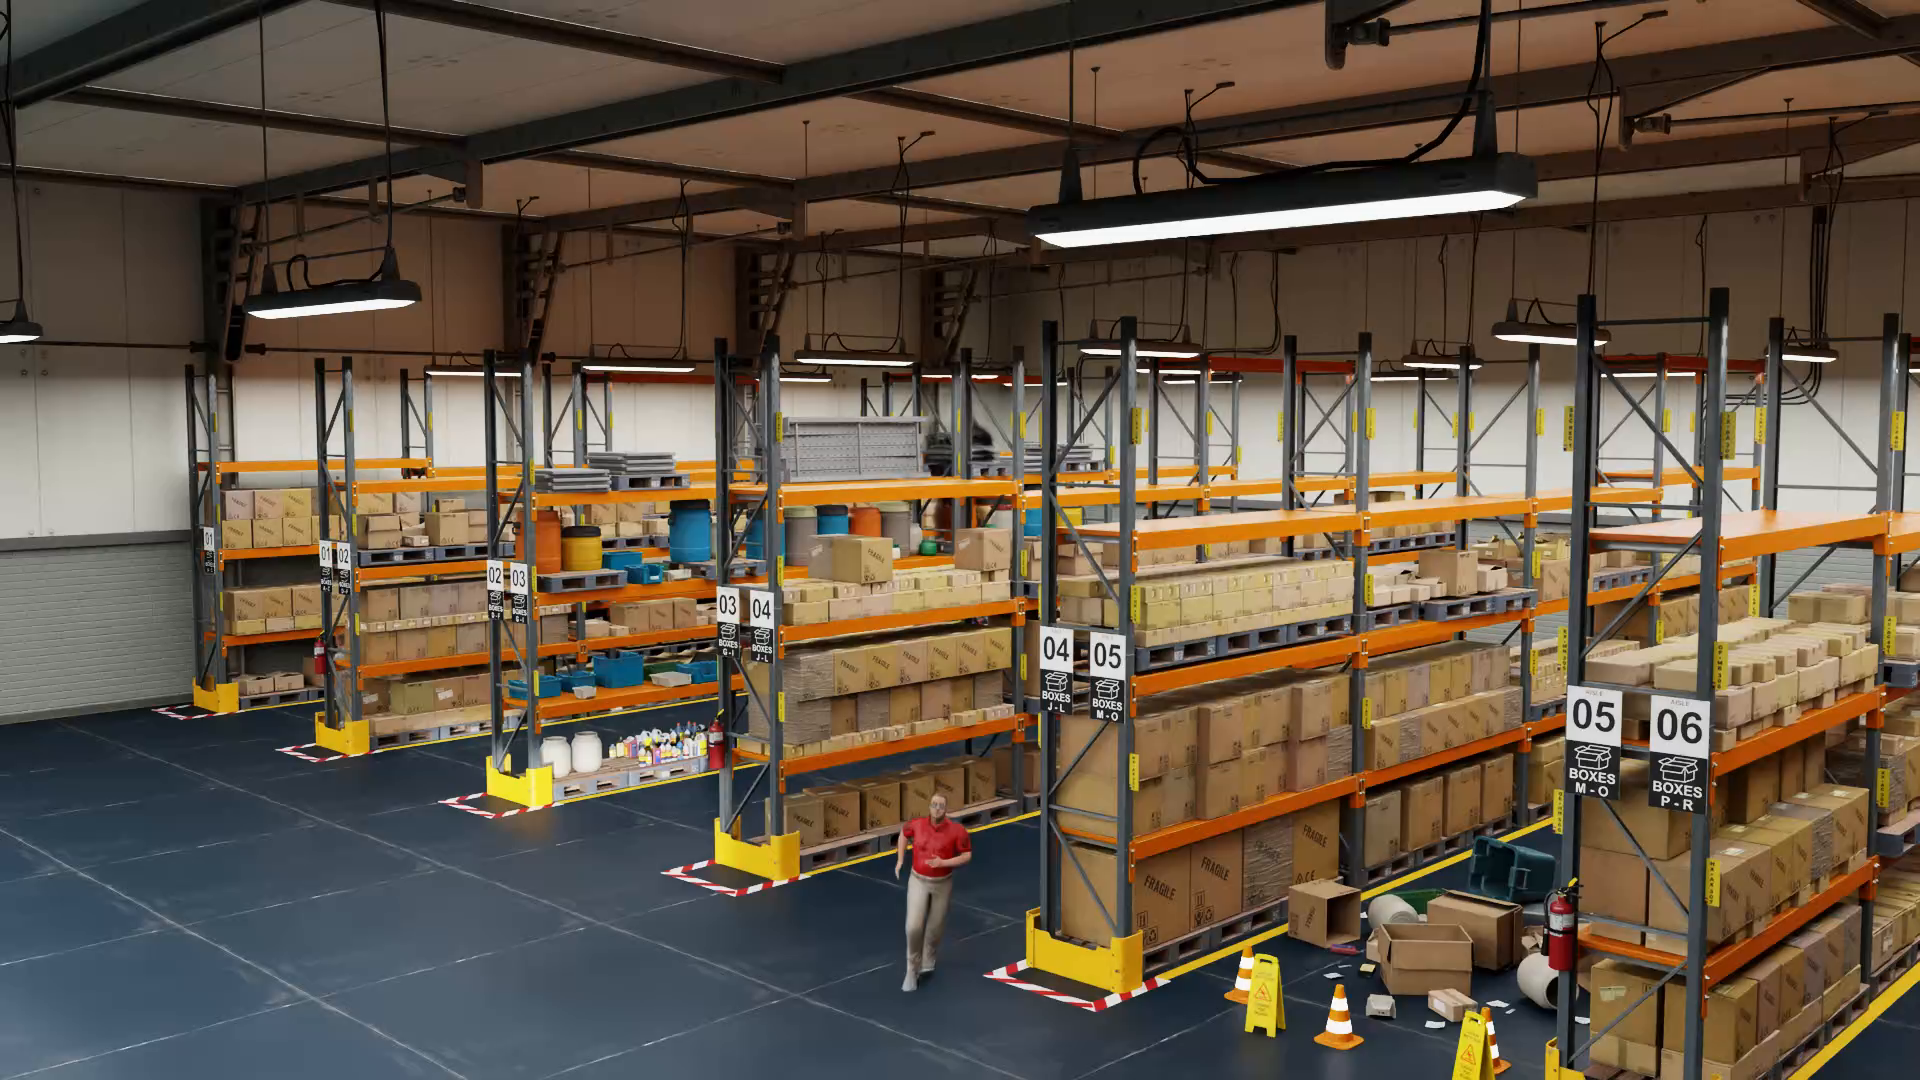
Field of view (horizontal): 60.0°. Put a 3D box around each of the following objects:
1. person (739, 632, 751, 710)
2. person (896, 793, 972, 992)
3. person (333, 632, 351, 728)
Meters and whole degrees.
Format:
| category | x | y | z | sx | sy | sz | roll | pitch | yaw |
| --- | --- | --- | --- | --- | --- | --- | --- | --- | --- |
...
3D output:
| category | x | y | z | sx | sy | sz | roll | pitch | yaw |
| --- | --- | --- | --- | --- | --- | --- | --- | --- | --- |
| person | -3.316 | 1.925 | 27.583 | 0.585 | 1.771 | 0.744 | 4 | 6 | 43 |
| person | -0.238 | 3.181 | 15.087 | 0.687 | 1.795 | 0.660 | 0 | 4 | -2 |
| person | -10.103 | 2.293 | 27.416 | 0.559 | 1.575 | 0.539 | 3 | 5 | 36 |
